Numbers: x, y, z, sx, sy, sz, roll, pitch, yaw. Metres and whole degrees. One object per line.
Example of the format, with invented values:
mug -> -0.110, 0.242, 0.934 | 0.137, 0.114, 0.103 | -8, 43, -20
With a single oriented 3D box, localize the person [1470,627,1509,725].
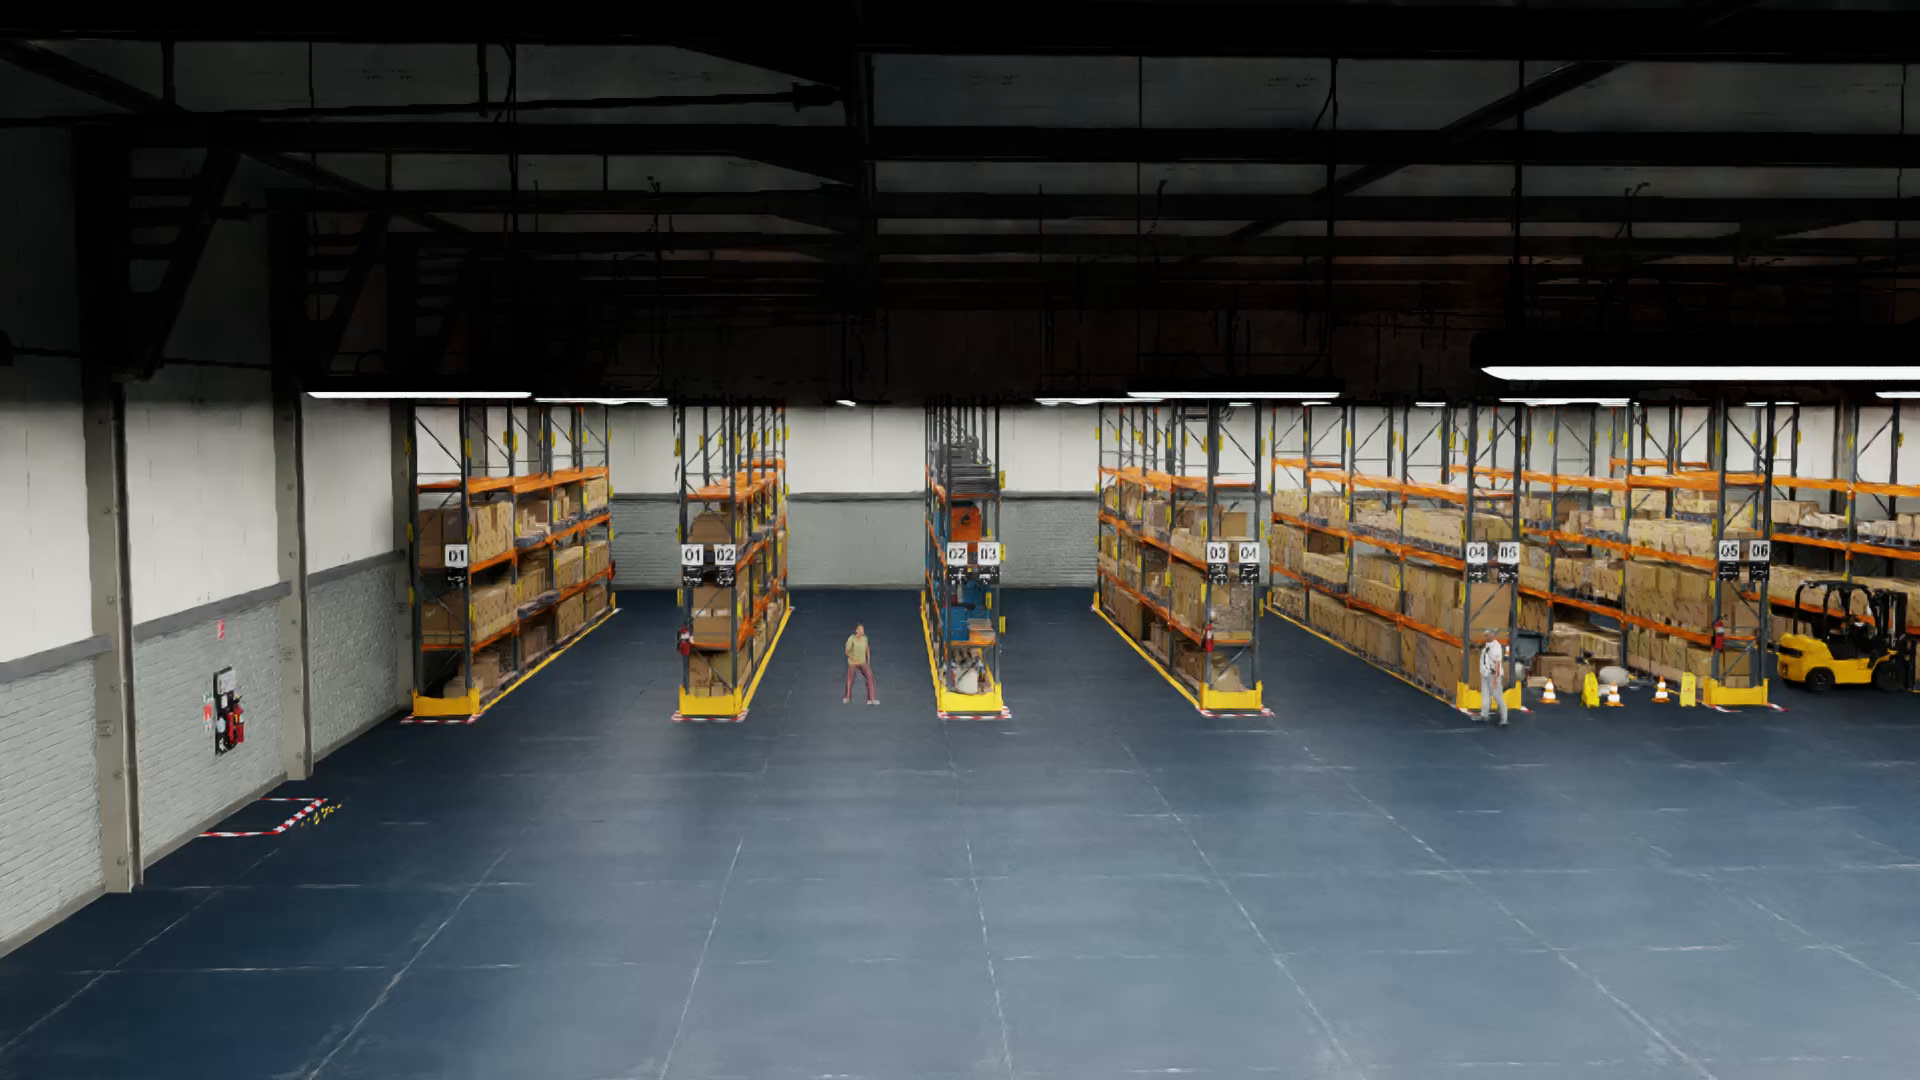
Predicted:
person -> 9.651, 2.451, 30.253 | 0.597, 1.744, 0.743 | 0, 5, 0

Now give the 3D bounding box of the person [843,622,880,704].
person -> -1.959, 2.375, 32.124 | 0.620, 1.610, 0.790 | -2, 5, -23

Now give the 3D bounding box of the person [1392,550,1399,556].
person -> 12.894, 0.997, 48.795 | 0.538, 1.767, 0.630 | -2, 5, -29

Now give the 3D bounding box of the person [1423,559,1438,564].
person -> 14.933, 0.692, 52.564 | 0.576, 1.774, 0.573 | 3, 5, 33
